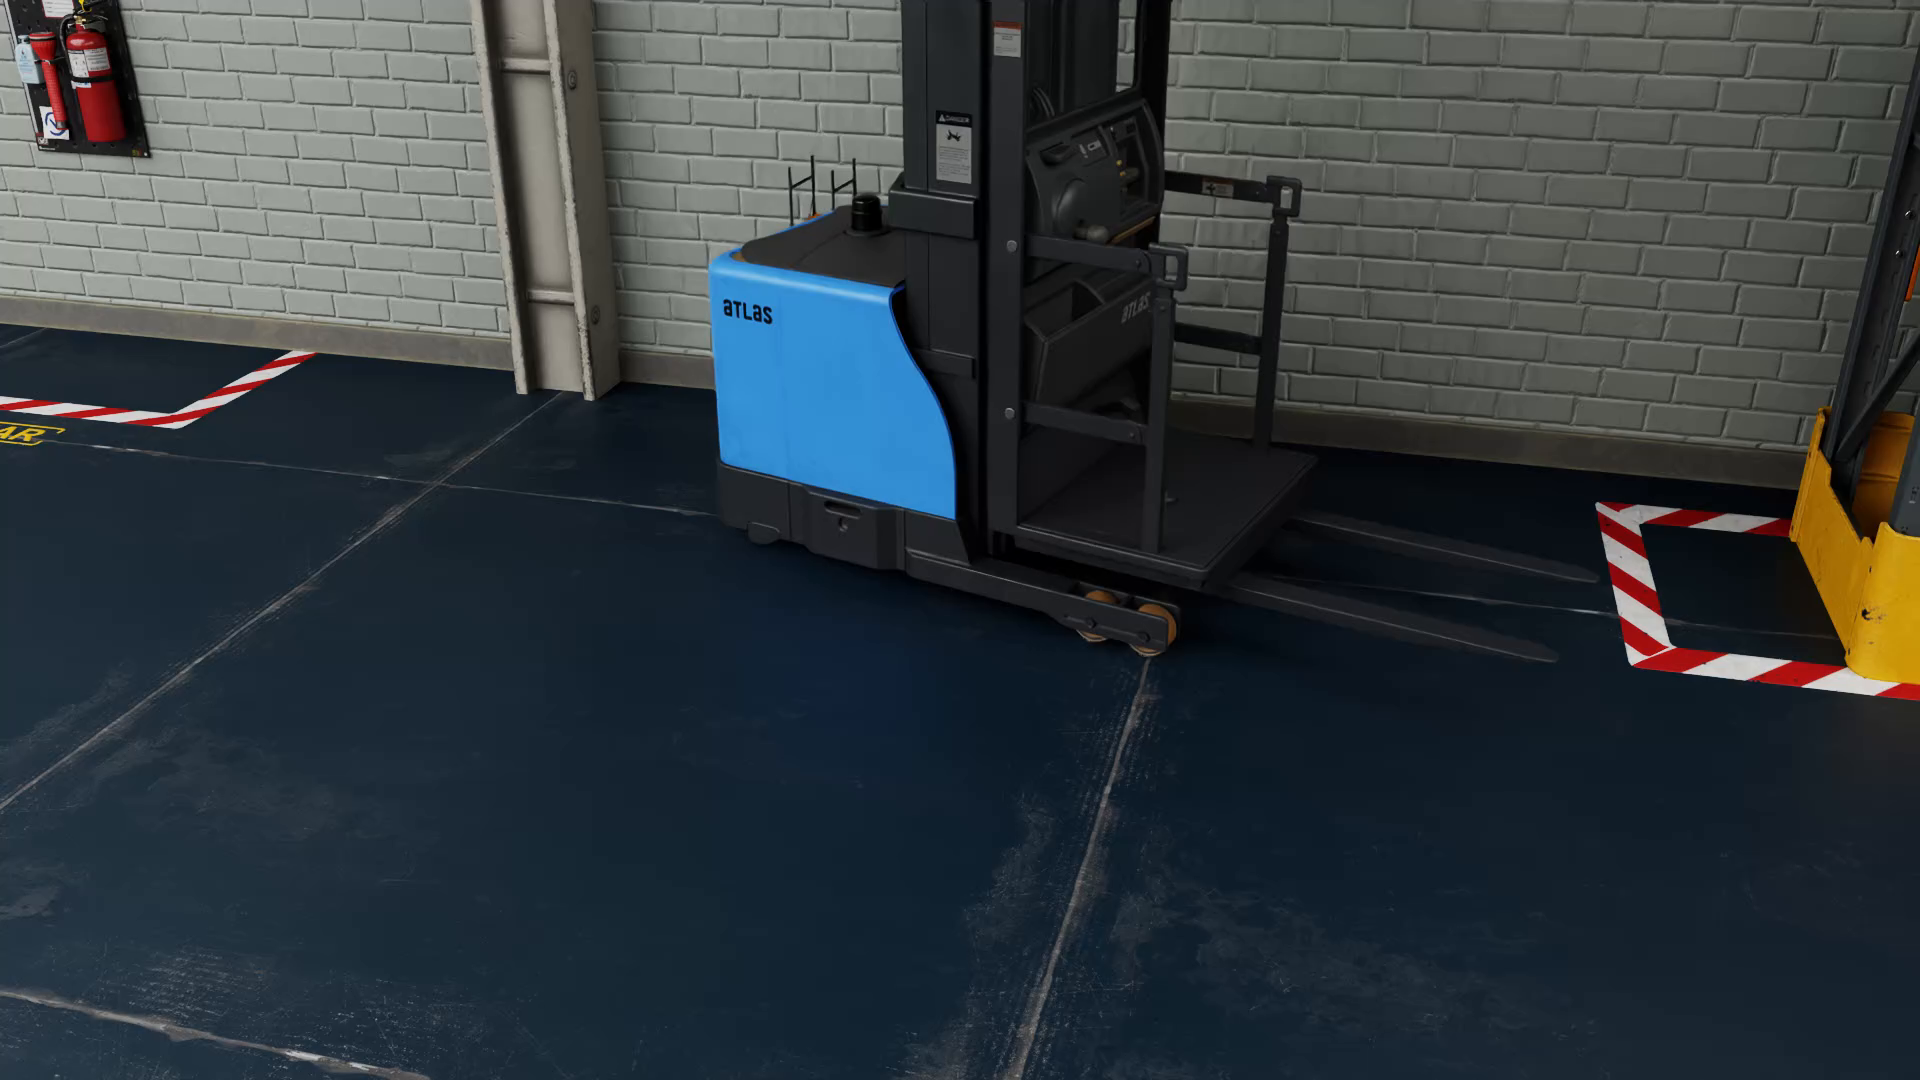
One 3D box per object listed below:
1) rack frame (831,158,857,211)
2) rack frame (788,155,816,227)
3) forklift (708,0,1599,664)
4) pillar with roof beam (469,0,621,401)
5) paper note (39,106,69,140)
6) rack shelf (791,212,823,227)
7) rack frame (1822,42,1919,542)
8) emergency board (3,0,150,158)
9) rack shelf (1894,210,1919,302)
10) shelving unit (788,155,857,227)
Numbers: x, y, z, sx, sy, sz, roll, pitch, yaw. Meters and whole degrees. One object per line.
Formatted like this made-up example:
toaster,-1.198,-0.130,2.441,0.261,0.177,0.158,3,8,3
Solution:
rack frame,-0.461,-0.942,6.832,0.006,1.200,0.240,9,27,18
rack frame,-0.634,-0.968,6.887,0.006,1.200,0.240,9,27,18
forklift,0.631,-1.204,5.369,3.031,2.935,1.130,14,29,27
pillar with roof beam,-2.890,-2.991,2.064,0.400,9.000,9.100,6,26,13
paper note,-4.356,-2.005,7.997,0.142,0.148,0.016,6,26,13
rack shelf,-0.548,-1.240,6.724,0.180,0.103,0.258,9,27,18
rack frame,3.100,-1.147,5.170,0.127,3.000,1.000,6,26,13
emergency board,-4.202,-2.355,7.707,0.643,1.169,0.194,6,26,13
rack shelf,5.037,-0.608,4.875,4.000,0.370,1.077,6,26,13
shelving unit,-0.547,-0.955,6.860,0.189,1.200,0.258,9,27,18
